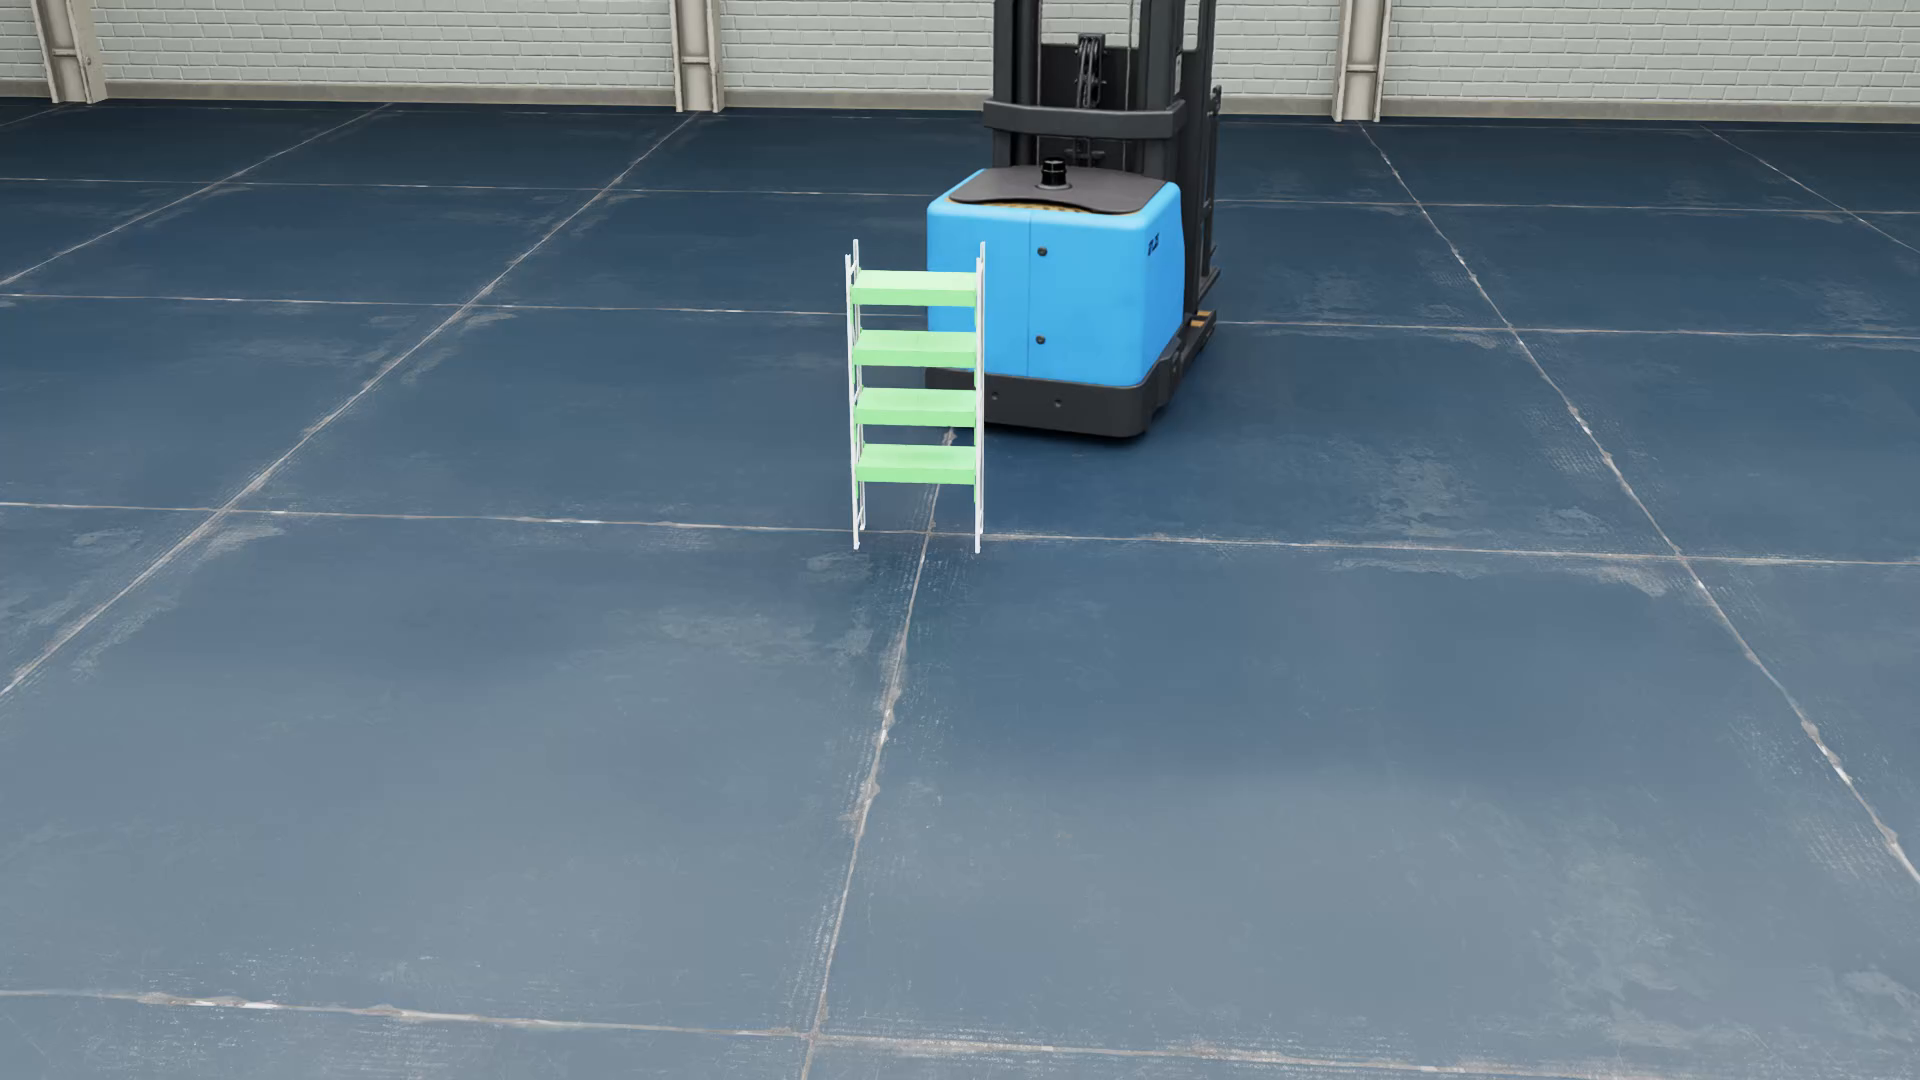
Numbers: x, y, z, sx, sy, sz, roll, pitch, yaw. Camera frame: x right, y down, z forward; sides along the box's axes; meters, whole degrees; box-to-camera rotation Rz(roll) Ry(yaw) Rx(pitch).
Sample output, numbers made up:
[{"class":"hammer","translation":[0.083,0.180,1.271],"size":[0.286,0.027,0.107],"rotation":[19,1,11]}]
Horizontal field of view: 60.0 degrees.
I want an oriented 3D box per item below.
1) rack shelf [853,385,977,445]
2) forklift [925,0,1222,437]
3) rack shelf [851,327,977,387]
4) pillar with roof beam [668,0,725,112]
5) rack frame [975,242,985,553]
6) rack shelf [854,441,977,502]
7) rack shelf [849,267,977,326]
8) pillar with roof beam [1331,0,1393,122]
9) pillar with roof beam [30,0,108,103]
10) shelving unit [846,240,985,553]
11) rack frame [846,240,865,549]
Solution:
[{"class":"rack shelf","translation":[-0.165,-0.492,6.537],"size":[0.480,0.148,0.258],"rotation":[2,25,4]},{"class":"forklift","translation":[0.776,-2.393,8.445],"size":[1.130,2.935,3.031],"rotation":[8,26,16]},{"class":"rack shelf","translation":[-0.165,-0.710,6.437],"size":[0.480,0.148,0.258],"rotation":[2,25,4]},{"class":"pillar with roof beam","translation":[-2.738,-6.301,9.679],"size":[0.400,9.000,9.100],"rotation":[2,25,4]},{"class":"rack frame","translation":[0.078,-0.543,6.494],"size":[0.015,1.200,0.240],"rotation":[2,25,4]},{"class":"rack shelf","translation":[-0.165,-0.274,6.638],"size":[0.480,0.148,0.258],"rotation":[2,25,4]},{"class":"rack shelf","translation":[-0.165,-0.928,6.337],"size":[0.480,0.148,0.258],"rotation":[2,25,4]},{"class":"pillar with roof beam","translation":[3.244,-6.109,9.261],"size":[0.400,9.000,9.100],"rotation":[2,25,4]},{"class":"pillar with roof beam","translation":[-8.721,-6.493,10.096],"size":[0.400,9.000,9.100],"rotation":[2,25,4]},{"class":"shelving unit","translation":[-0.165,-0.550,6.511],"size":[0.503,1.200,0.258],"rotation":[2,25,4]},{"class":"rack frame","translation":[-0.408,-0.558,6.528],"size":[0.015,1.200,0.240],"rotation":[2,25,4]}]
